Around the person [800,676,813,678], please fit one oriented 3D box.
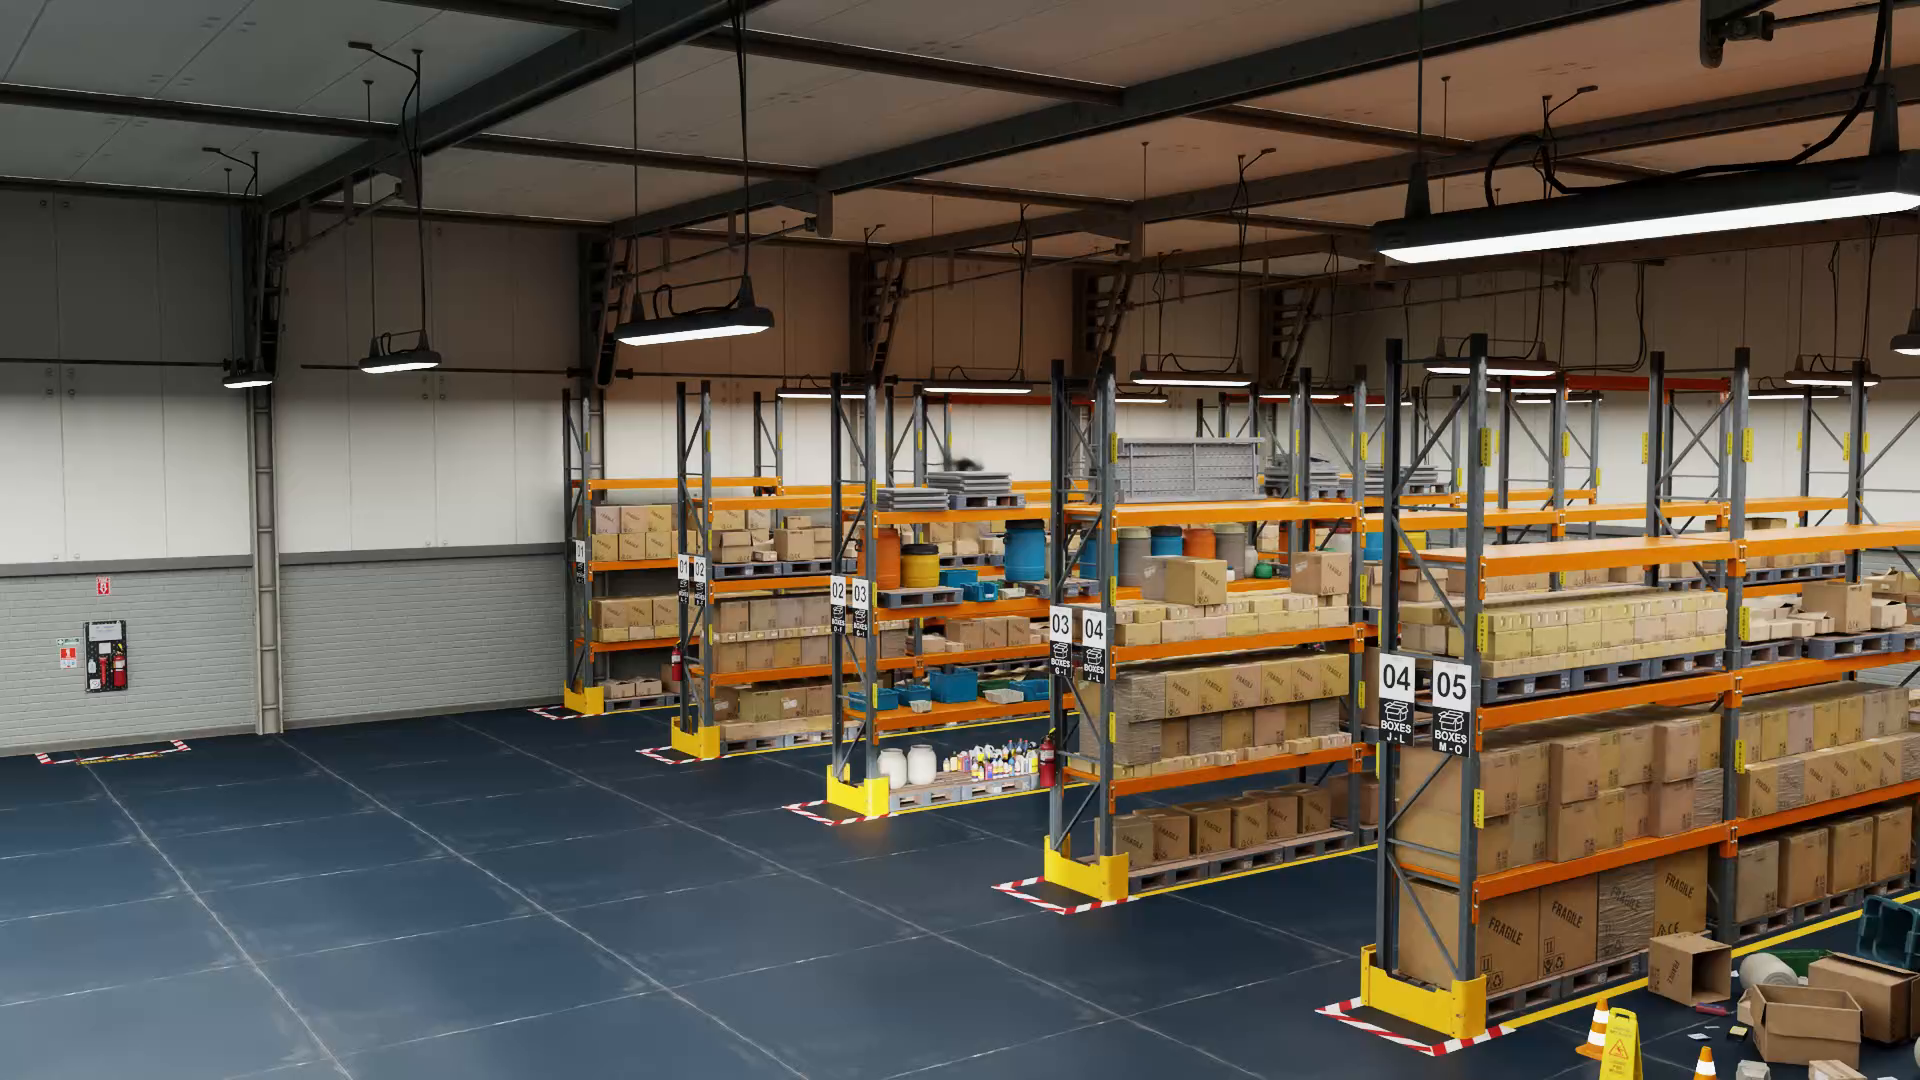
[{"bbox_3d":[-2.685,2.409,29.711,0.548,1.623,0.573,-3,5,-41],"label":"person"}]
